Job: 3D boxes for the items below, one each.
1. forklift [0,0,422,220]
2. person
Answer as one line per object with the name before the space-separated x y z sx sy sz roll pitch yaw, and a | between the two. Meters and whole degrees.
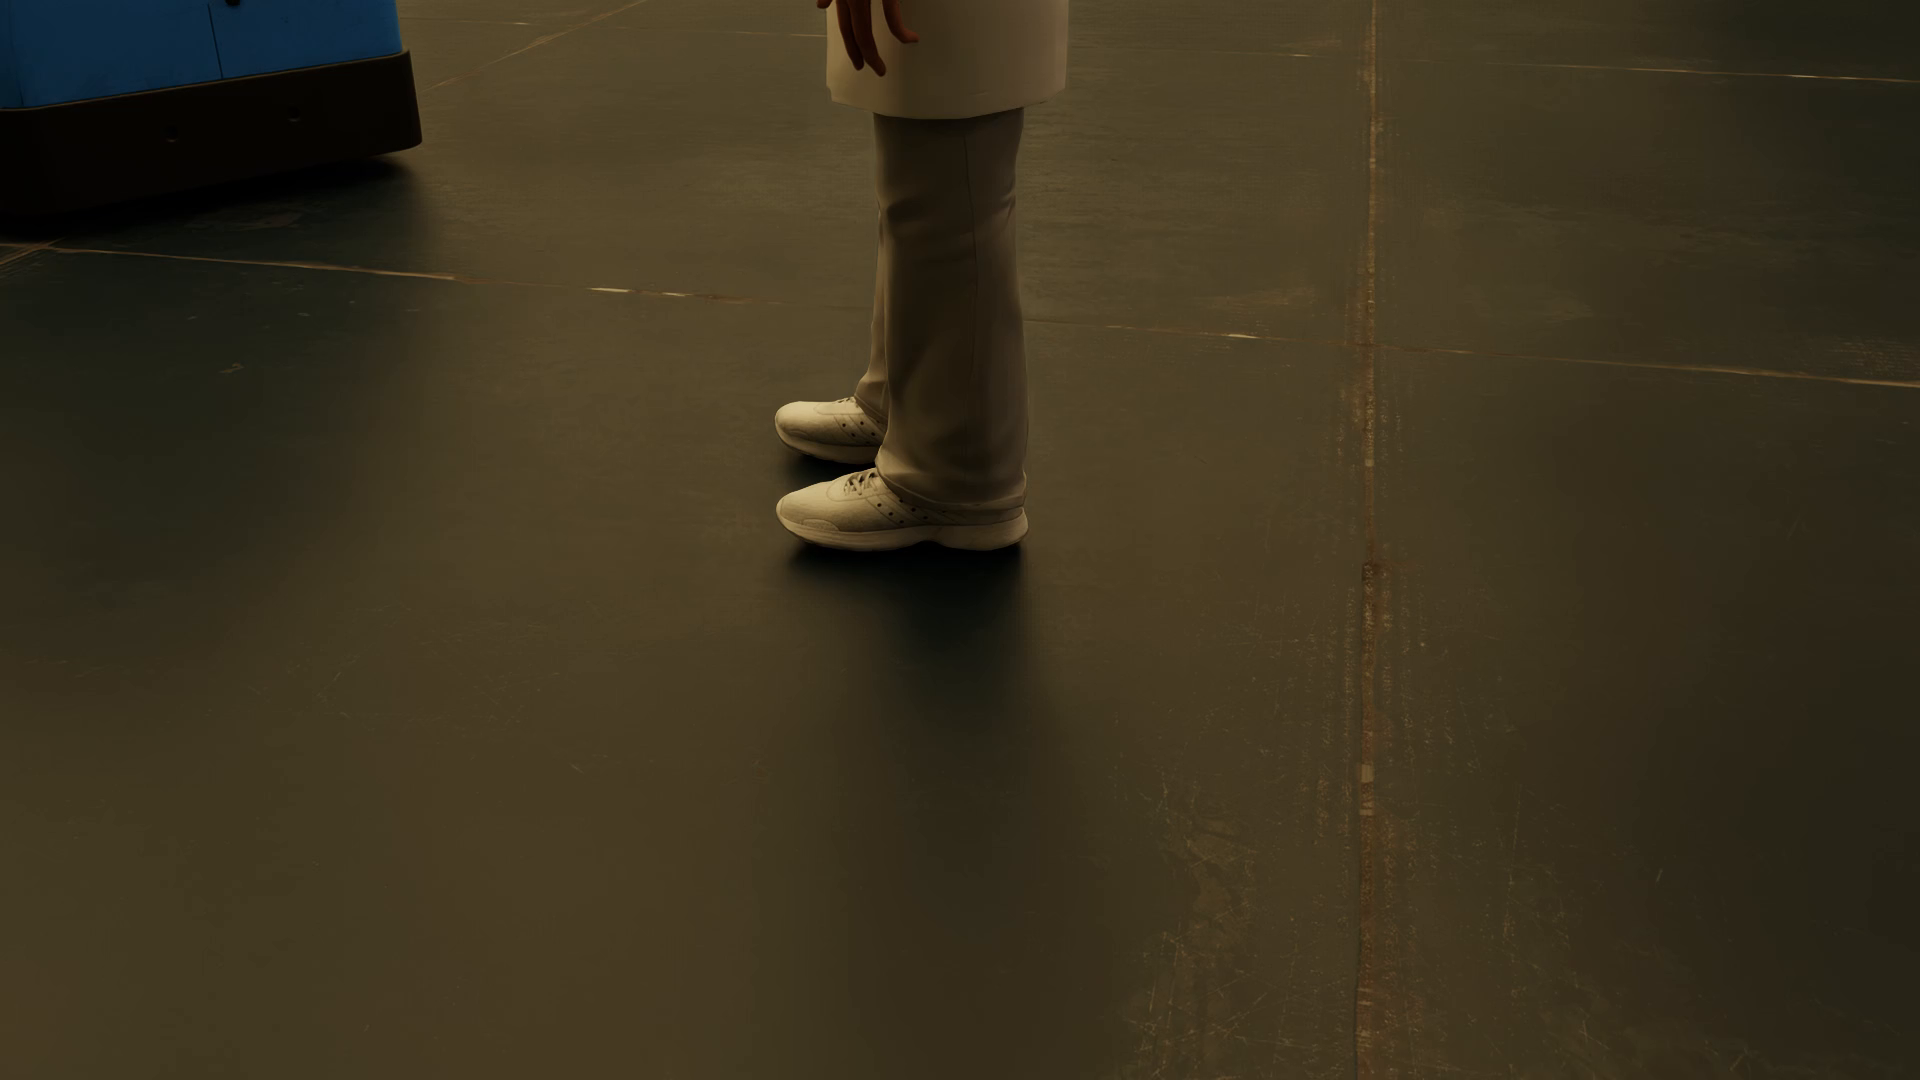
forklift | -2.833 -2.618 4.435 1.130 2.935 3.031 -24 35 -39
person | -0.087 -0.811 2.118 0.581 1.776 0.696 6 27 11
